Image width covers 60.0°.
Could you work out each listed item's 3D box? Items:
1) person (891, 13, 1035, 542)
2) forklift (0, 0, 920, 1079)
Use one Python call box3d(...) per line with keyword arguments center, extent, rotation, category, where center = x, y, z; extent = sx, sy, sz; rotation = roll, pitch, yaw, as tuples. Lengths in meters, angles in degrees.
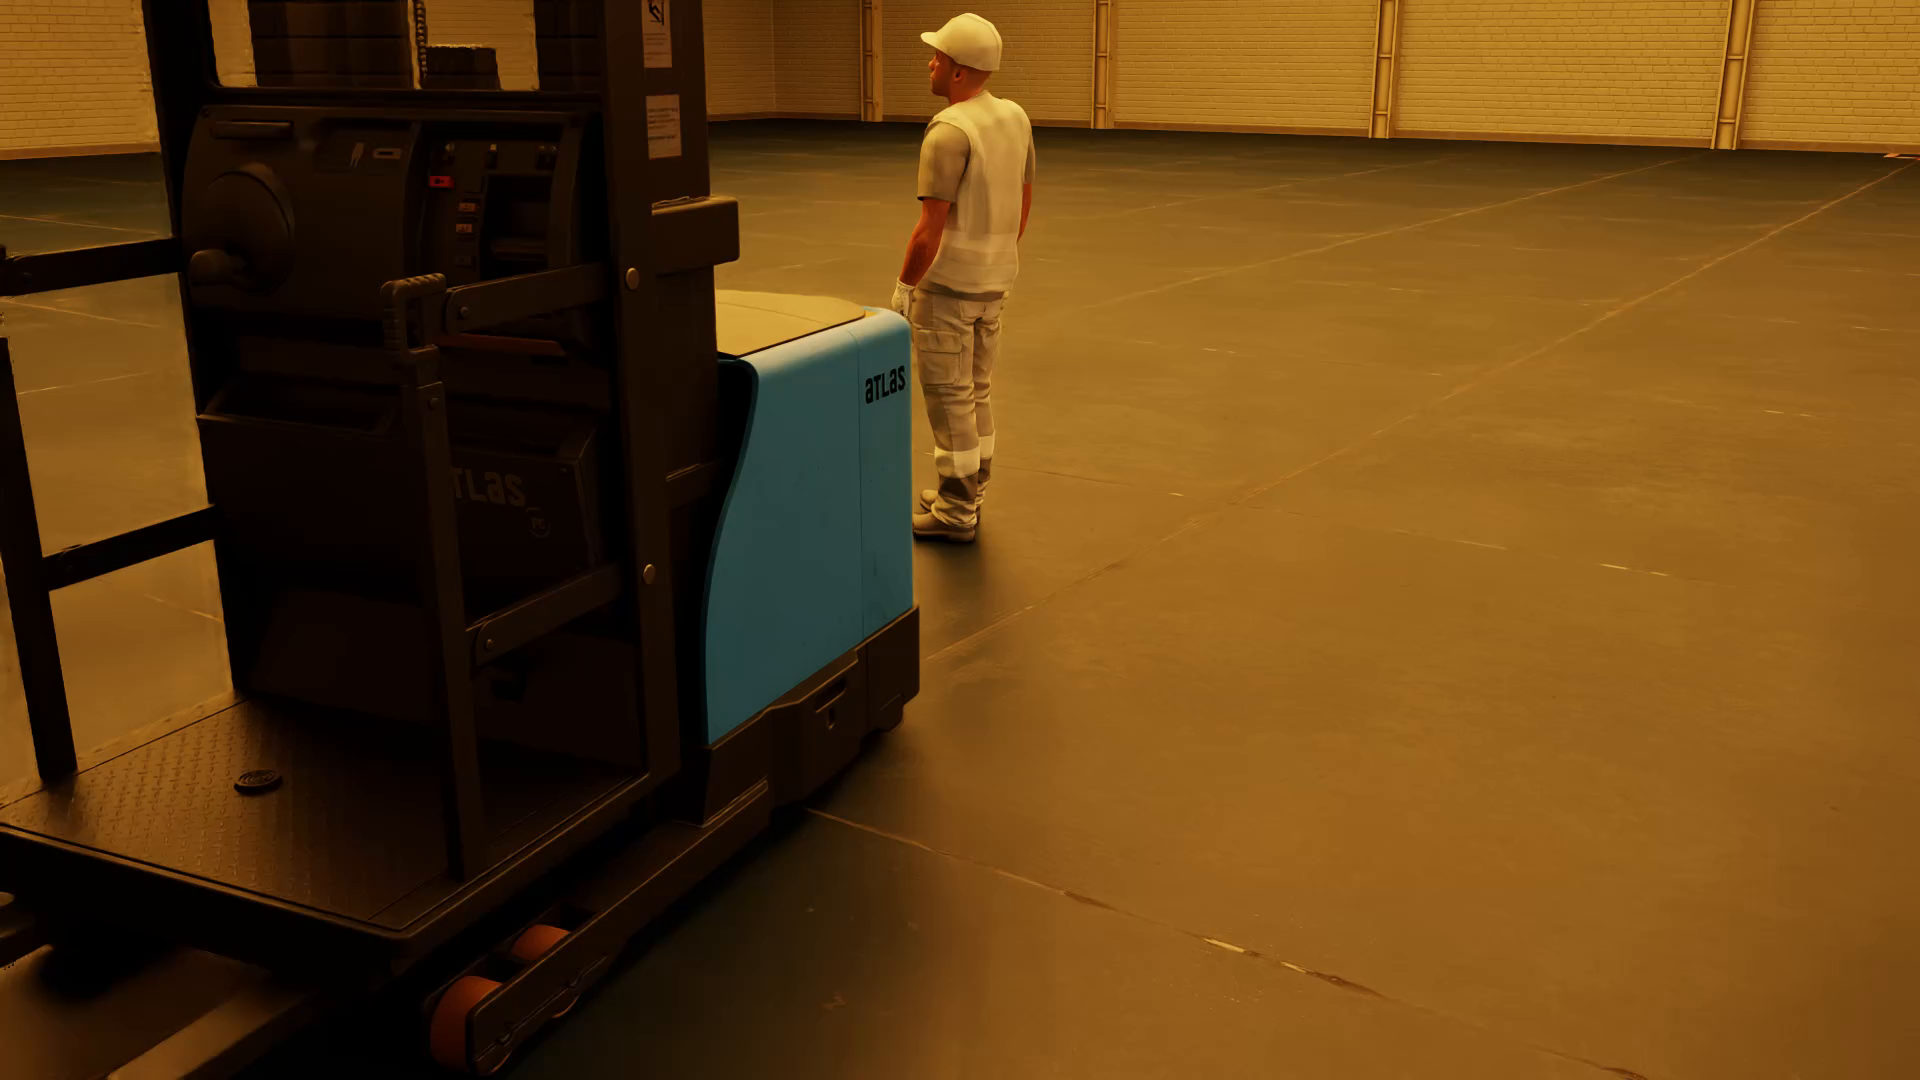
box3d(center=(-0.060, -0.879, 5.743), extent=(0.562, 1.789, 0.636), rotation=(11, 20, 33), category="person")
box3d(center=(-1.172, -0.622, 2.913), extent=(1.130, 2.935, 3.031), rotation=(7, 18, 23), category="forklift")
